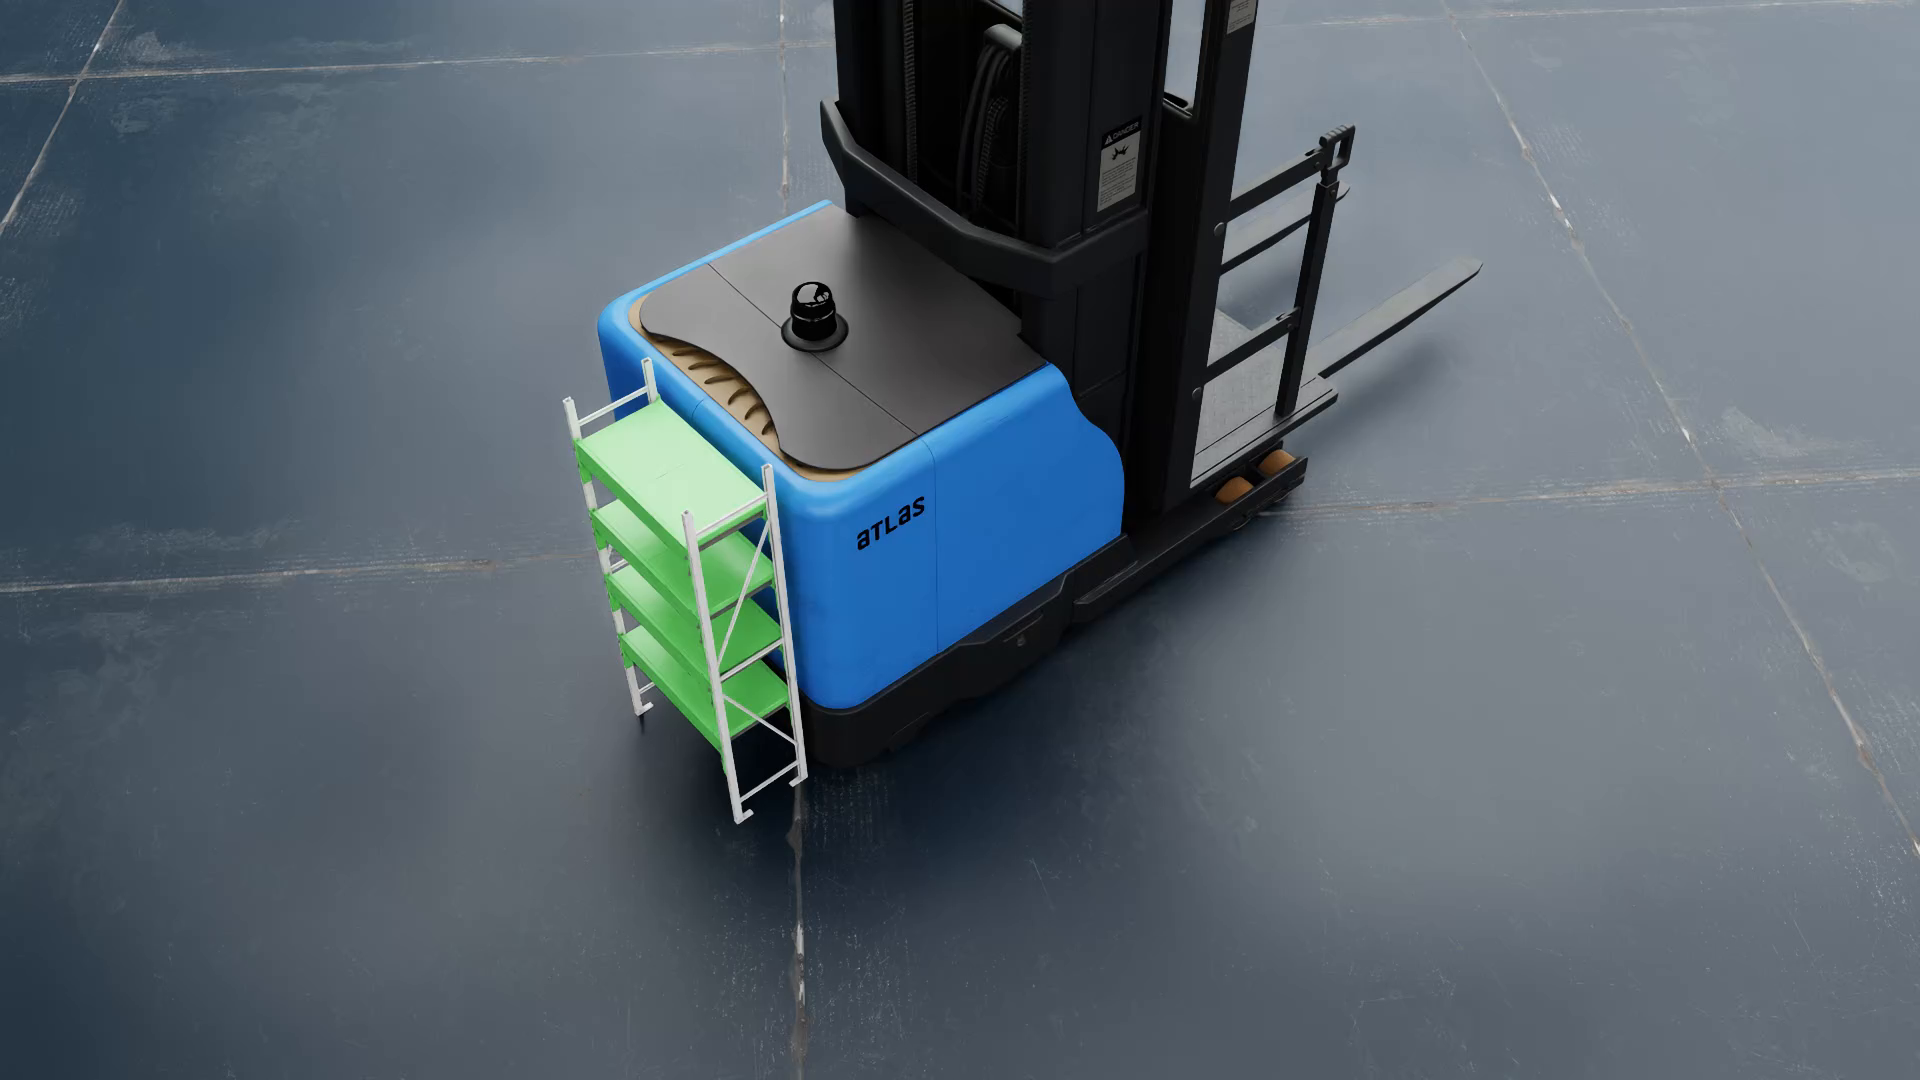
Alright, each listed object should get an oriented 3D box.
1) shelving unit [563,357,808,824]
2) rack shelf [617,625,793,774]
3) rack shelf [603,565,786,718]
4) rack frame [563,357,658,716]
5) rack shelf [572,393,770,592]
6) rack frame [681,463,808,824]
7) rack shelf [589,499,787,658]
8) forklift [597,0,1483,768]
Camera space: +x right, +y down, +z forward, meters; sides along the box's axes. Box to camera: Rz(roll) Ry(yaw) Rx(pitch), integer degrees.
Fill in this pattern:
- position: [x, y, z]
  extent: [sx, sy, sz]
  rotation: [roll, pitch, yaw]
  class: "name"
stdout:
- position: [-0.679, 0.166, 4.267]
  extent: [0.258, 1.200, 0.503]
  rotation: [-32, 54, -27]
  class: "shelving unit"
- position: [-0.679, 0.375, 4.487]
  extent: [0.258, 0.148, 0.480]
  rotation: [-32, 54, -27]
  class: "rack shelf"
- position: [-0.679, 0.209, 4.313]
  extent: [0.258, 0.148, 0.480]
  rotation: [-32, 54, -27]
  class: "rack shelf"
- position: [-0.839, 0.032, 4.394]
  extent: [0.240, 1.200, 0.015]
  rotation: [-32, 54, -27]
  class: "rack frame"
- position: [-0.679, -0.121, 3.965]
  extent: [0.258, 0.148, 0.480]
  rotation: [-32, 54, -27]
  class: "rack shelf"
- position: [-0.519, 0.299, 4.140]
  extent: [0.240, 1.200, 0.015]
  rotation: [-32, 54, -27]
  class: "rack frame"
- position: [-0.679, 0.044, 4.139]
  extent: [0.258, 0.148, 0.480]
  rotation: [-32, 54, -27]
  class: "rack shelf"
- position: [0.480, -1.305, 4.467]
  extent: [3.031, 2.935, 1.130]
  rotation: [-32, 54, -26]
  class: "forklift"
